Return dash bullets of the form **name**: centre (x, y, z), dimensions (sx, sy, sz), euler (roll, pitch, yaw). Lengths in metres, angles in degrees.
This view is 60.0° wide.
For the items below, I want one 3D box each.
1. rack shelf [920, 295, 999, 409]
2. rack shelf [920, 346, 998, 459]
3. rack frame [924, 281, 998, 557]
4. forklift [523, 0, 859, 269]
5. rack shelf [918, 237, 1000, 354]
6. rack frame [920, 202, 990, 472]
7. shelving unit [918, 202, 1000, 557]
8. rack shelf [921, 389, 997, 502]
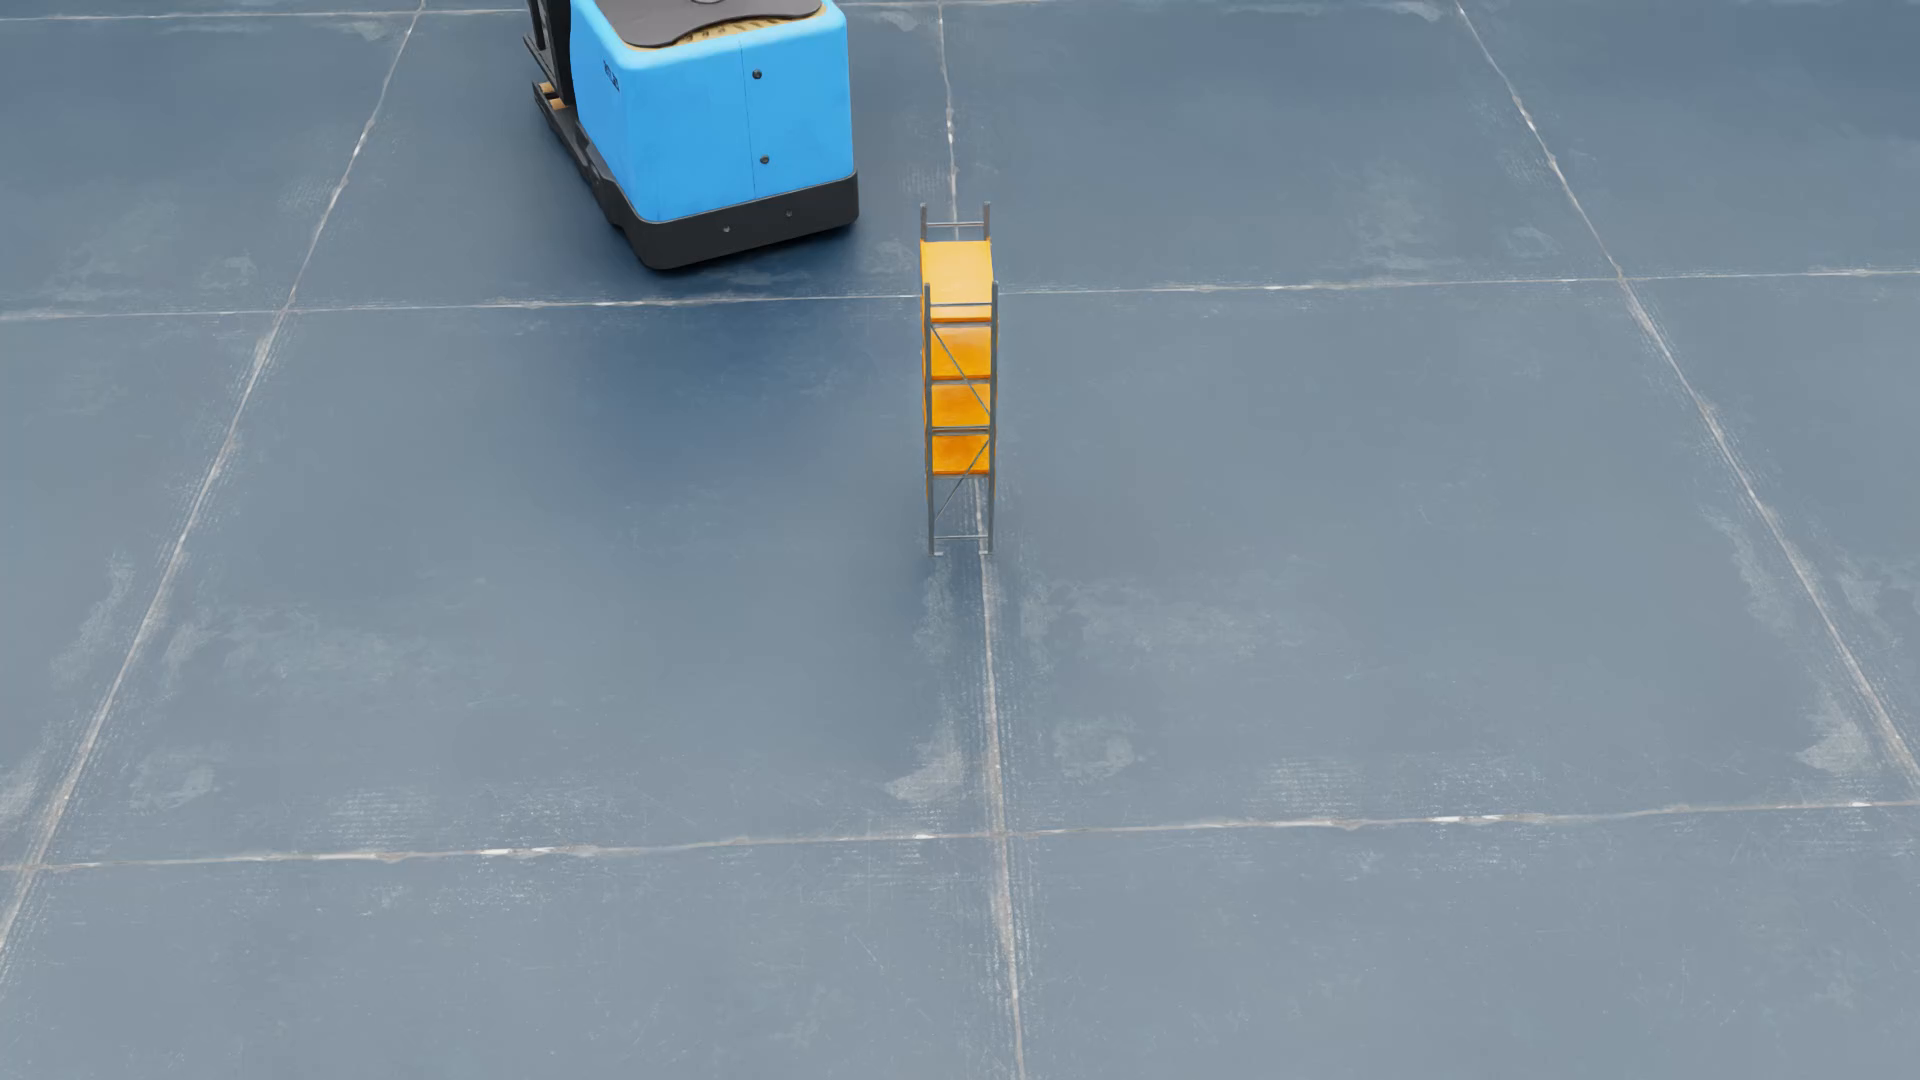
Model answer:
- **rack shelf**: centre (-0.007, -0.669, 5.861), dimensions (0.258, 0.148, 0.480), euler (-2, 43, -2)
- **rack shelf**: centre (-0.007, -0.504, 6.012), dimensions (0.258, 0.148, 0.480), euler (-2, 43, -2)
- **rack frame**: centre (0.003, -0.389, 5.787), dimensions (0.240, 1.200, 0.015), euler (-2, 43, -2)
- **forklift**: centre (-1.563, -3.294, 7.675), dimensions (1.130, 2.935, 3.031), euler (-18, 45, -19)
- **rack shelf**: centre (-0.007, -0.844, 5.701), dimensions (0.258, 0.148, 0.480), euler (-2, 43, -2)
- **rack frame**: centre (-0.017, -0.719, 6.146), dimensions (0.240, 1.200, 0.015), euler (-2, 43, -2)
- **shelving unit**: centre (-0.007, -0.554, 5.966), dimensions (0.258, 1.200, 0.503), euler (-2, 43, -2)
- **rack shelf**: centre (-0.007, -0.358, 6.146), dimensions (0.258, 0.148, 0.480), euler (-2, 43, -2)
